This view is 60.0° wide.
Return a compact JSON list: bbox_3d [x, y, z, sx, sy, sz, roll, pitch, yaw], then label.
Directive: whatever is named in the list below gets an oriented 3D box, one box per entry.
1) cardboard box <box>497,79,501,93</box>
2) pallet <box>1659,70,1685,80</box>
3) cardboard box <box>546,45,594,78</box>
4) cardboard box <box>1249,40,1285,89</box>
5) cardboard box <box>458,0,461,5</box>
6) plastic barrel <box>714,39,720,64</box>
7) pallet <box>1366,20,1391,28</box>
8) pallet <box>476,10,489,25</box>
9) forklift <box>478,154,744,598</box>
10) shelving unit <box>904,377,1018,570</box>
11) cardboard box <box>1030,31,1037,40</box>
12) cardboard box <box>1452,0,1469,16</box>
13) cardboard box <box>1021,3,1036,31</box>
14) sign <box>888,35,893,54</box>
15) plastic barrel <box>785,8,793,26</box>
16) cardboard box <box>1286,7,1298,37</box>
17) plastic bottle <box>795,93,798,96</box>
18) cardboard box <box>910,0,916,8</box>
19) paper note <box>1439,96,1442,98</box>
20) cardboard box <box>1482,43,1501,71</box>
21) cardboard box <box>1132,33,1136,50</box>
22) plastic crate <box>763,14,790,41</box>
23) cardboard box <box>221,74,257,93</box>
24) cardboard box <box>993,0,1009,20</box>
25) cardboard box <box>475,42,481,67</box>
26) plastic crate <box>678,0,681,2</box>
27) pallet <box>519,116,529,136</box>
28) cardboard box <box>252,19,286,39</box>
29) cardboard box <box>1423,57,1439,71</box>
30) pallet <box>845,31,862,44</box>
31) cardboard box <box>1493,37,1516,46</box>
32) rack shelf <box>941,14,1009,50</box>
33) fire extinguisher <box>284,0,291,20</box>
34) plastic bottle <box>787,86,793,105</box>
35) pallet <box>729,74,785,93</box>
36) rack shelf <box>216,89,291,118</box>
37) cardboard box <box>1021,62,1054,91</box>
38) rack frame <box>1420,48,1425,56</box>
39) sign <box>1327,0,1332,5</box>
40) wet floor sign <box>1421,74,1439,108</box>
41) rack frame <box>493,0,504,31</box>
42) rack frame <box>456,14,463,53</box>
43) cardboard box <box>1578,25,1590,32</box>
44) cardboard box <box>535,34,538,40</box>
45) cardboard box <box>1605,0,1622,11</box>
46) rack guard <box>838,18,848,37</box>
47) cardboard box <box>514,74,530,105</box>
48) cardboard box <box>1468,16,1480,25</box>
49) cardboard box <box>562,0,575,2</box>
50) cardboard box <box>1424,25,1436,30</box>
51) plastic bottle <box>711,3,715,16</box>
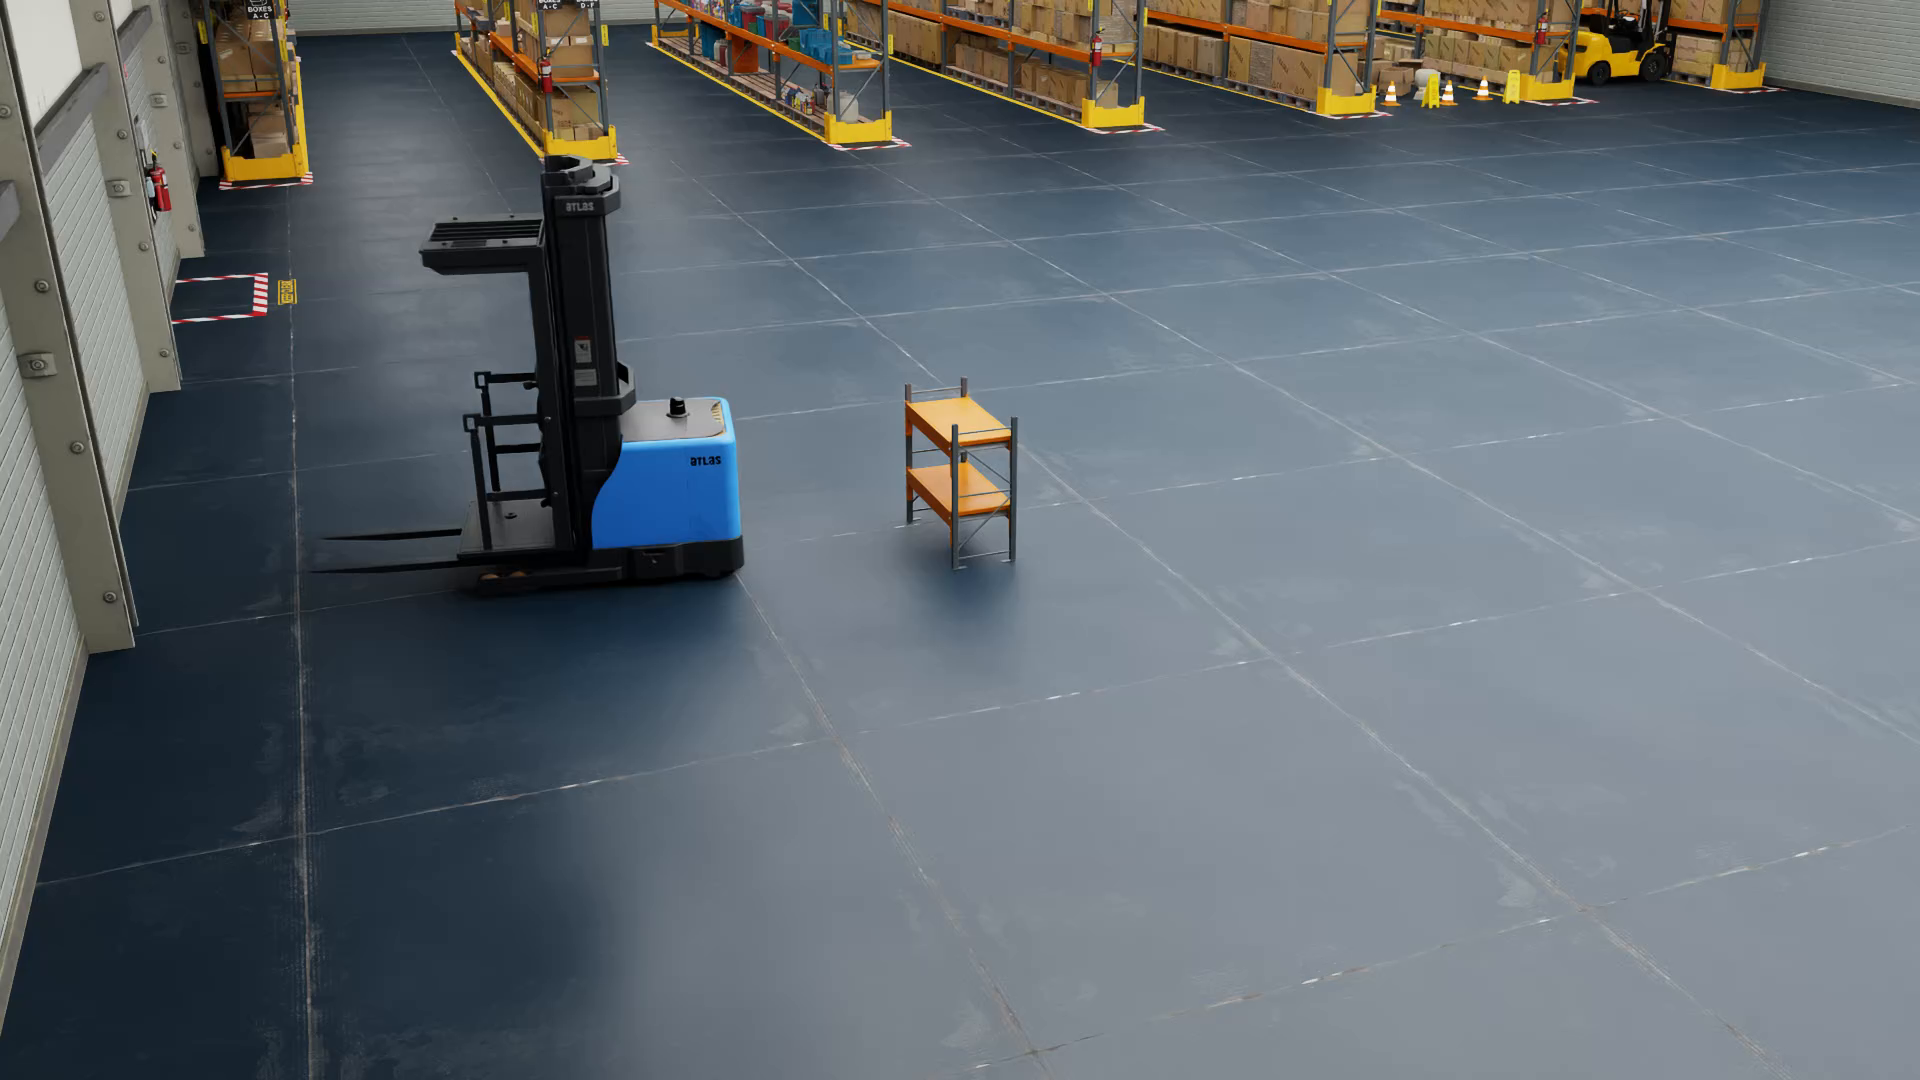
[{"bbox_3d":[-9.112,-9.225,33.775,0.500,0.250,0.500,-9,24,-20],"label":"cardboard box"},{"bbox_3d":[16.071,-10.635,37.710,1.003,0.211,1.213,-8,24,-19],"label":"pallet"},{"bbox_3d":[-6.527,-8.022,27.793,0.700,0.500,0.500,-8,24,-19],"label":"cardboard box"},{"bbox_3d":[6.636,-9.909,34.594,0.875,0.875,0.875,-8,24,-19],"label":"cardboard box"},{"bbox_3d":[-11.755,-13.098,39.835,0.500,0.500,0.500,-8,24,-19],"label":"cardboard box"},{"bbox_3d":[-5.436,-11.216,38.161,0.421,0.512,0.421,0,23,0],"label":"plastic barrel"},{"bbox_3d":[11.892,-14.974,48.005,1.003,0.211,1.213,-8,24,-19],"label":"pallet"},{"bbox_3d":[-3.815,-10.911,29.411,7.959,4.569,17.197,-8,24,-19],"label":"pallet"},{"bbox_3d":[-3.143,-1.163,11.735,3.031,2.935,1.130,-4,23,-10],"label":"forklift"},{"bbox_3d":[-0.002,-0.521,12.537,0.538,1.125,1.048,-8,24,-19],"label":"shelving unit"},{"bbox_3d":[1.613,-10.015,32.974,0.380,0.149,0.250,-8,24,-19],"label":"cardboard box"},{"bbox_3d":[11.011,-11.598,35.892,0.500,0.500,0.500,-9,24,-19],"label":"cardboard box"},{"bbox_3d":[1.726,-10.441,33.148,0.875,0.500,0.500,-8,24,-19],"label":"cardboard box"},{"bbox_3d":[-1.223,-8.685,29.137,0.100,0.325,0.005,-8,24,-19],"label":"sign"},{"bbox_3d":[-3.285,-10.377,33.333,0.433,0.535,0.433,0,23,0],"label":"plastic barrel"},{"bbox_3d":[7.102,-10.422,33.422,0.875,0.550,0.550,-8,24,-19],"label":"cardboard box"},{"bbox_3d":[-3.102,-8.415,31.800,0.097,0.271,0.097,0,23,0],"label":"plastic bottle"},{"bbox_3d":[-0.874,-12.816,39.167,0.500,0.500,0.500,-8,24,-18],"label":"cardboard box"},{"bbox_3d":[9.969,-9.225,34.597,0.148,0.019,0.142,-18,29,-37],"label":"paper note"},{"bbox_3d":[11.451,-10.239,35.215,0.500,0.500,0.500,-7,24,-17],"label":"cardboard box"},{"bbox_3d":[4.267,-11.958,39.938,0.500,0.500,0.500,-8,24,-19],"label":"cardboard box"},{"bbox_3d":[-3.610,-10.100,32.769,0.402,0.464,0.583,-8,24,-19],"label":"plastic crate"},{"bbox_3d":[-11.354,-7.207,26.155,0.500,0.250,0.500,-8,24,-18],"label":"cardboard box"},{"bbox_3d":[1.332,-11.394,34.608,1.000,1.000,1.000,-8,24,-19],"label":"cardboard box"},{"bbox_3d":[-10.671,-11.007,37.655,0.500,0.500,0.500,-9,25,-21],"label":"cardboard box"},{"bbox_3d":[-6.625,-13.114,40.279,0.437,0.125,0.590,-8,24,-19],"label":"plastic crate"},{"bbox_3d":[-7.546,-7.679,30.697,1.003,0.211,1.213,-8,24,-19],"label":"pallet"},{"bbox_3d":[-11.964,-8.734,28.811,0.500,0.500,0.500,-8,24,-19],"label":"cardboard box"},{"bbox_3d":[10.708,-10.651,37.158,0.500,0.250,0.500,-10,25,-21],"label":"cardboard box"},{"bbox_3d":[-2.402,-13.412,44.299,1.003,0.211,1.213,-8,24,-19],"label":"pallet"},{"bbox_3d":[11.446,-10.473,34.935,0.380,0.149,0.250,-8,24,-17],"label":"cardboard box"},{"bbox_3d":[0.775,-11.011,35.940,1.077,0.370,4.000,-8,24,-19],"label":"rack shelf"},{"bbox_3d":[-16.281,-12.848,39.951,0.296,0.674,0.183,-8,24,-19],"label":"fire extinguisher"},{"bbox_3d":[-3.255,-8.568,32.062,0.144,0.351,0.185,-8,24,-18],"label":"plastic bottle"},{"bbox_3d":[-4.328,-9.818,35.773,1.003,0.211,1.213,-8,24,-19],"label":"pallet"},{"bbox_3d":[-11.714,-7.519,27.654,1.077,0.370,4.000,-8,24,-19],"label":"rack shelf"},{"bbox_3d":[1.585,-9.507,34.122,0.500,0.500,0.500,-9,25,-21],"label":"cardboard box"},{"bbox_3d":[10.755,-11.976,37.303,0.949,2.616,0.053,-8,24,-19],"label":"rack frame"},{"bbox_3d":[7.058,-10.380,31.719,0.100,0.325,0.005,-8,24,-19],"label":"sign"},{"bbox_3d":[9.433,-8.983,33.232,0.267,0.644,0.232,-13,26,-28],"label":"wet floor sign"},{"bbox_3d":[-9.204,-10.711,34.301,0.949,2.616,0.053,-8,24,-19],"label":"rack frame"},{"bbox_3d":[-12.027,-13.619,41.199,1.000,3.000,0.127,-8,24,-19],"label":"rack frame"},{"bbox_3d":[15.200,-11.946,39.747,0.875,0.625,0.625,-7,24,-17],"label":"cardboard box"},{"bbox_3d":[-7.052,-8.638,28.417,0.380,0.149,0.250,-8,24,-17],"label":"cardboard box"},{"bbox_3d":[15.307,-12.507,38.434,0.500,0.500,0.500,-9,24,-20],"label":"cardboard box"},{"bbox_3d":[-2.766,-13.833,44.927,1.175,0.500,0.348,-8,24,-19],"label":"rack guard"},{"bbox_3d":[-7.917,-8.319,30.659,0.500,0.500,0.500,-8,24,-19],"label":"cardboard box"},{"bbox_3d":[11.122,-11.148,35.661,0.380,0.149,0.250,-8,24,-19],"label":"cardboard box"},{"bbox_3d":[-6.737,-8.830,28.038,0.700,0.500,0.500,-9,24,-20],"label":"cardboard box"},{"bbox_3d":[12.898,-14.026,44.844,0.500,0.500,0.500,-9,25,-21],"label":"cardboard box"},{"bbox_3d":[-5.511,-11.840,37.130,0.061,0.283,0.133,-8,24,-19],"label":"plastic bottle"}]
